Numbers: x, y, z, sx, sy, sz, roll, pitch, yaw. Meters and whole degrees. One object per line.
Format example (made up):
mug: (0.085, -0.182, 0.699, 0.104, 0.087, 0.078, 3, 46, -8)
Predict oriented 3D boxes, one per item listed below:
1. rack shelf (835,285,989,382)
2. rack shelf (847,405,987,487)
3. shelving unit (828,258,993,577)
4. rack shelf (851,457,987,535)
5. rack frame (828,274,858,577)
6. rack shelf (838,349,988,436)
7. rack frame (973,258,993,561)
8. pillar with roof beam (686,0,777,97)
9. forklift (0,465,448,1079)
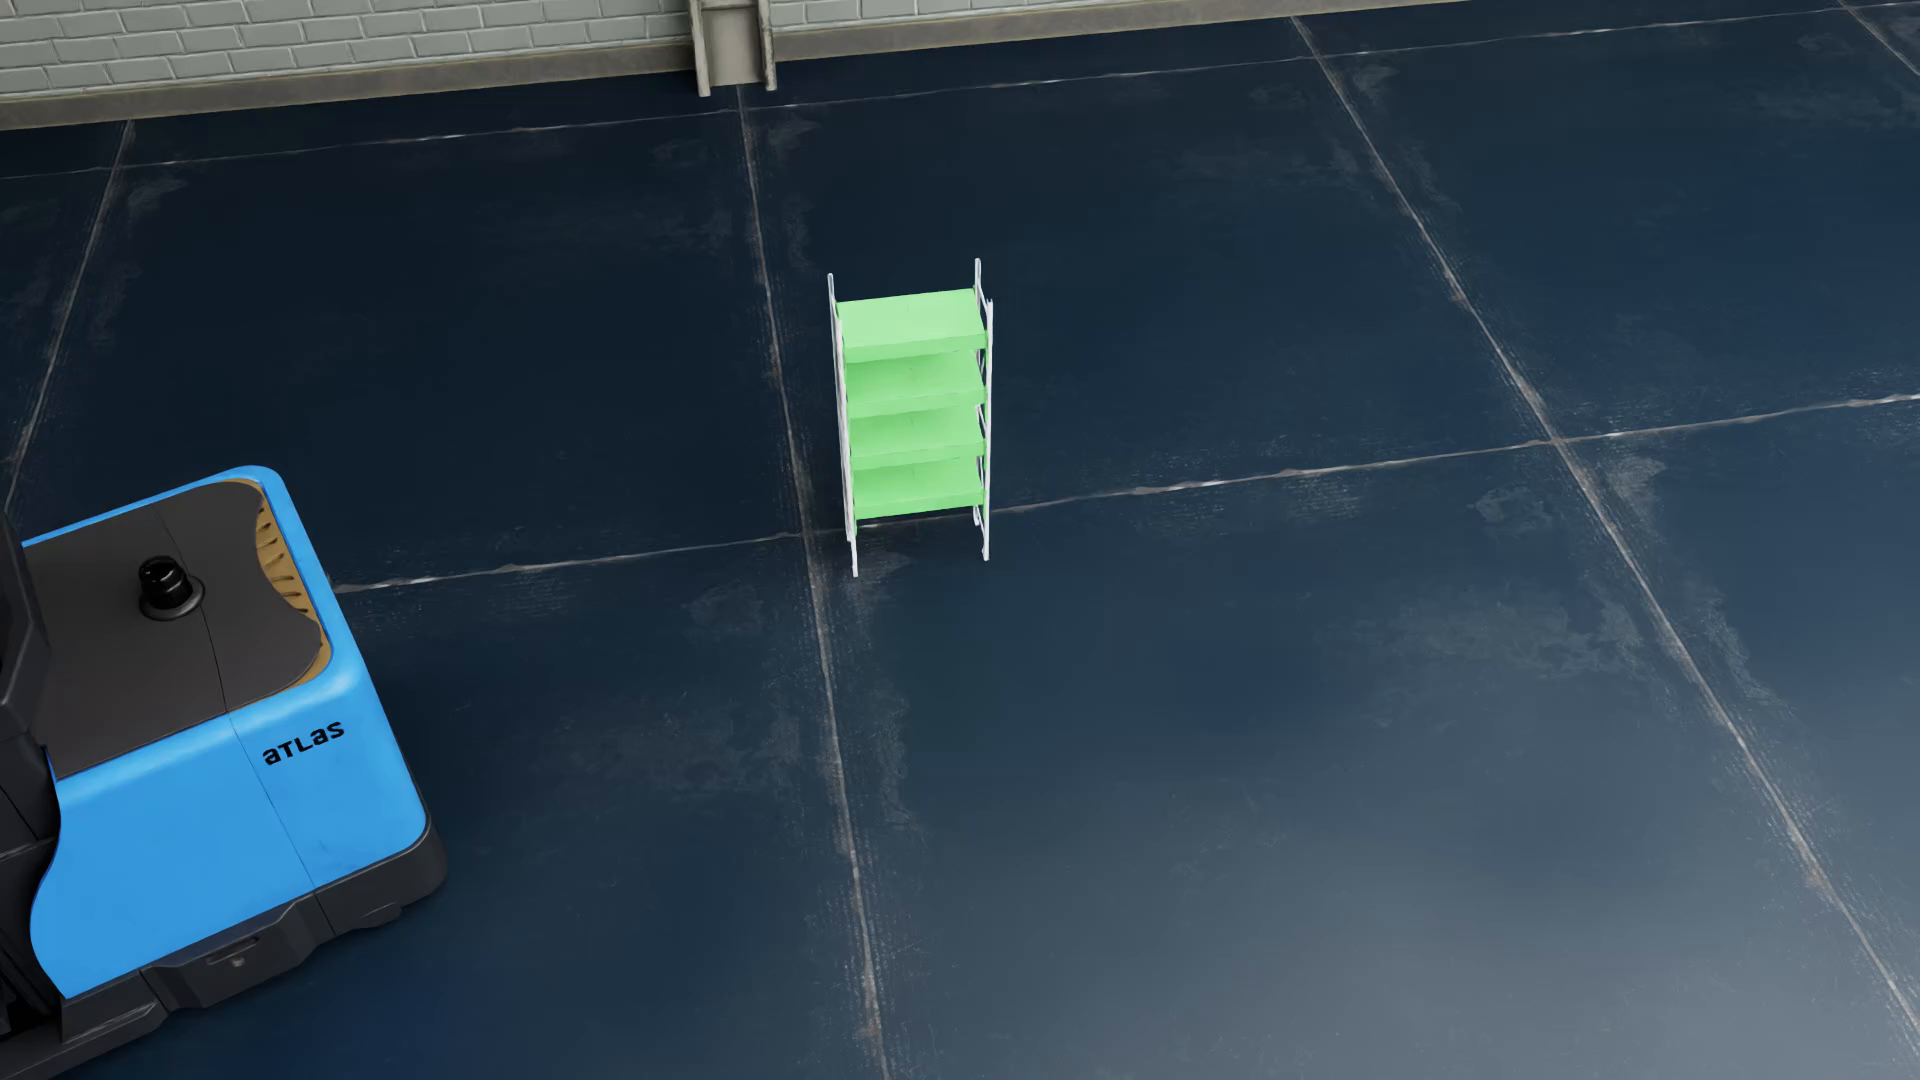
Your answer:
rack shelf: (-0.163, -0.685, 5.499, 0.480, 0.148, 0.258, -7, 46, -7)
rack shelf: (-0.163, -0.352, 5.844, 0.480, 0.148, 0.258, -7, 46, -7)
shelving unit: (-0.163, -0.396, 5.798, 0.503, 1.200, 0.258, -7, 46, -7)
rack shelf: (-0.163, -0.185, 6.017, 0.480, 0.148, 0.258, -7, 46, -7)
rack frame: (-0.404, -0.366, 5.769, 0.015, 1.200, 0.240, -7, 46, -7)
rack shelf: (-0.163, -0.518, 5.671, 0.480, 0.148, 0.258, -7, 46, -7)
rack frame: (0.077, -0.426, 5.827, 0.015, 1.200, 0.240, -7, 46, -7)
pillar with roof beam: (-0.416, -2.443, 2.354, 0.400, 9.000, 9.100, -7, 46, -7)
forklift: (-3.120, 0.320, 3.906, 3.031, 2.935, 1.130, -23, 50, -21)
